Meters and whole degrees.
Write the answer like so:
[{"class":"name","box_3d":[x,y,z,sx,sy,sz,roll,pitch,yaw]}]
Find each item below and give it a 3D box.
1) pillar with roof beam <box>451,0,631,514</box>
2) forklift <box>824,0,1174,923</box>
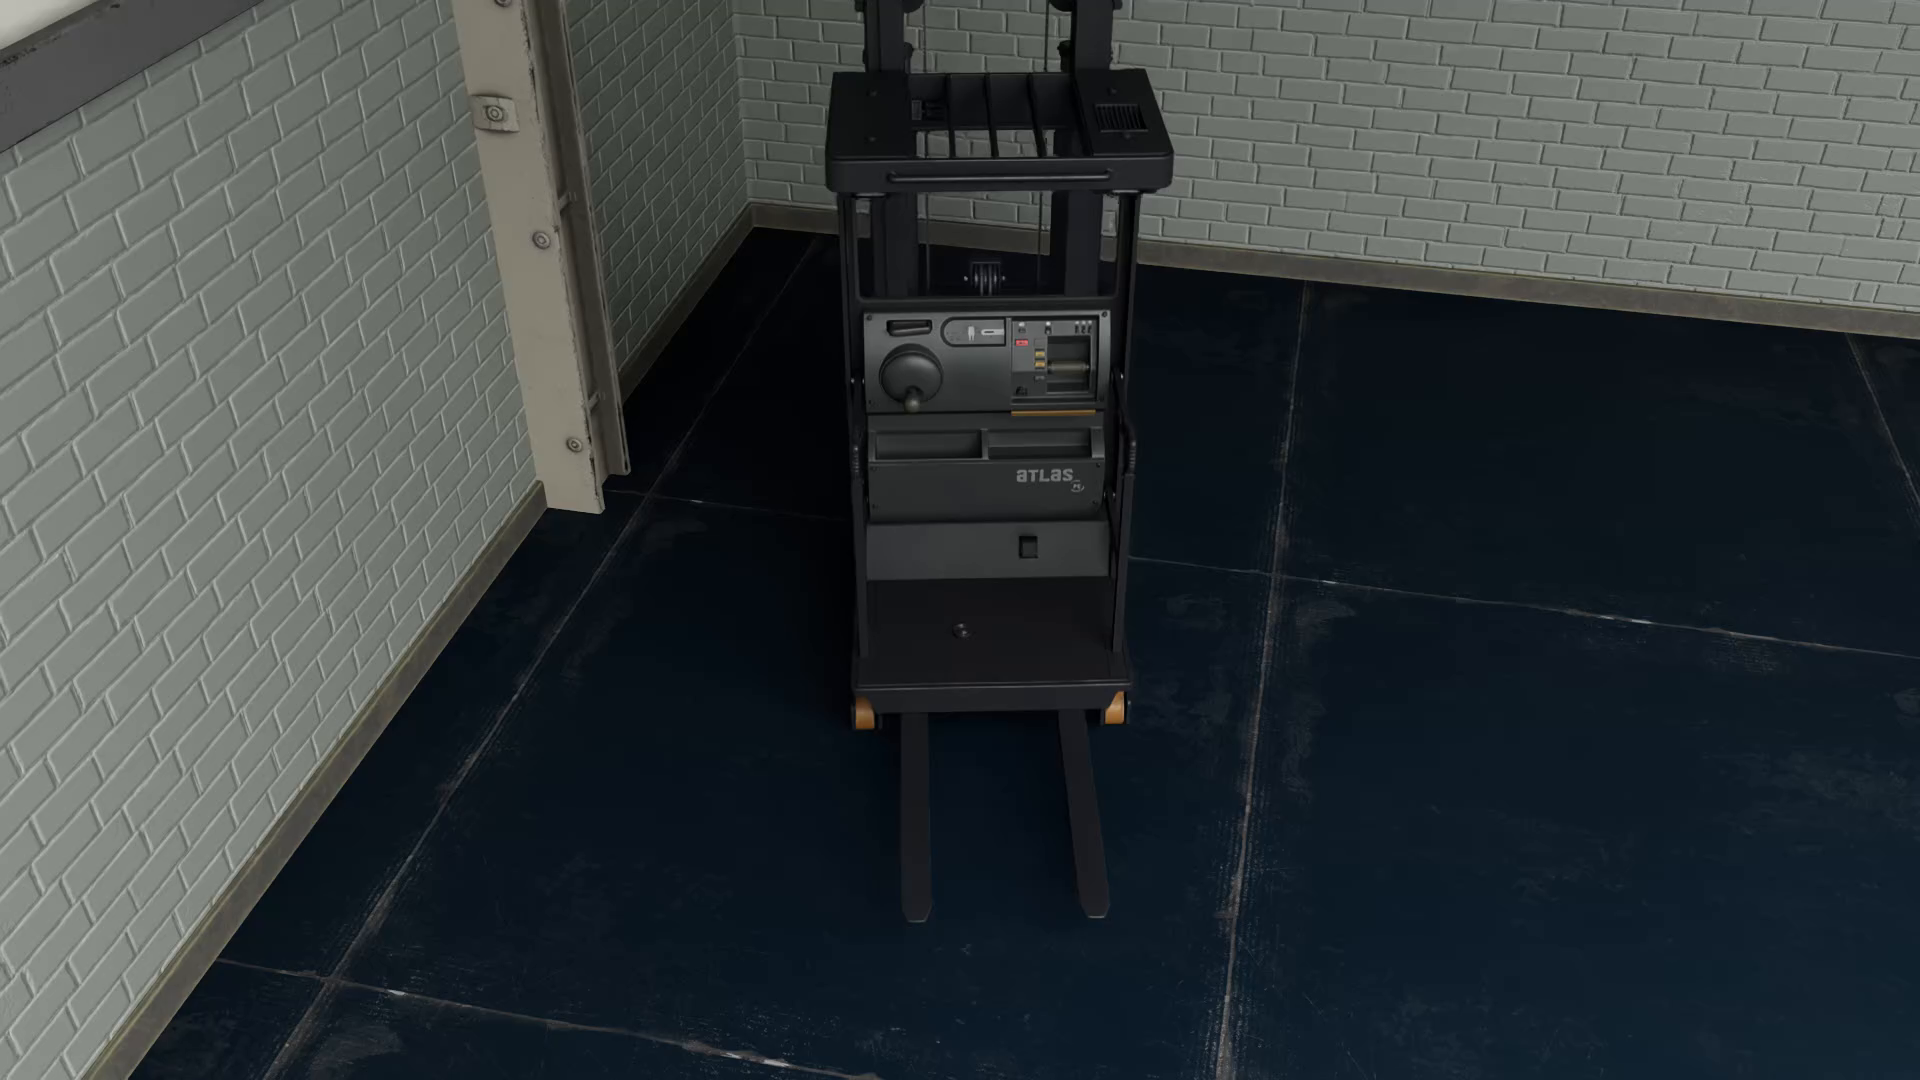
[{"class":"pillar with roof beam","box_3d":[2.387,-3.361,4.719,9.100,9.000,0.400,7,37,10]},{"class":"forklift","box_3d":[0.111,-0.615,6.100,1.130,2.935,3.031,-1,36,-1]}]
